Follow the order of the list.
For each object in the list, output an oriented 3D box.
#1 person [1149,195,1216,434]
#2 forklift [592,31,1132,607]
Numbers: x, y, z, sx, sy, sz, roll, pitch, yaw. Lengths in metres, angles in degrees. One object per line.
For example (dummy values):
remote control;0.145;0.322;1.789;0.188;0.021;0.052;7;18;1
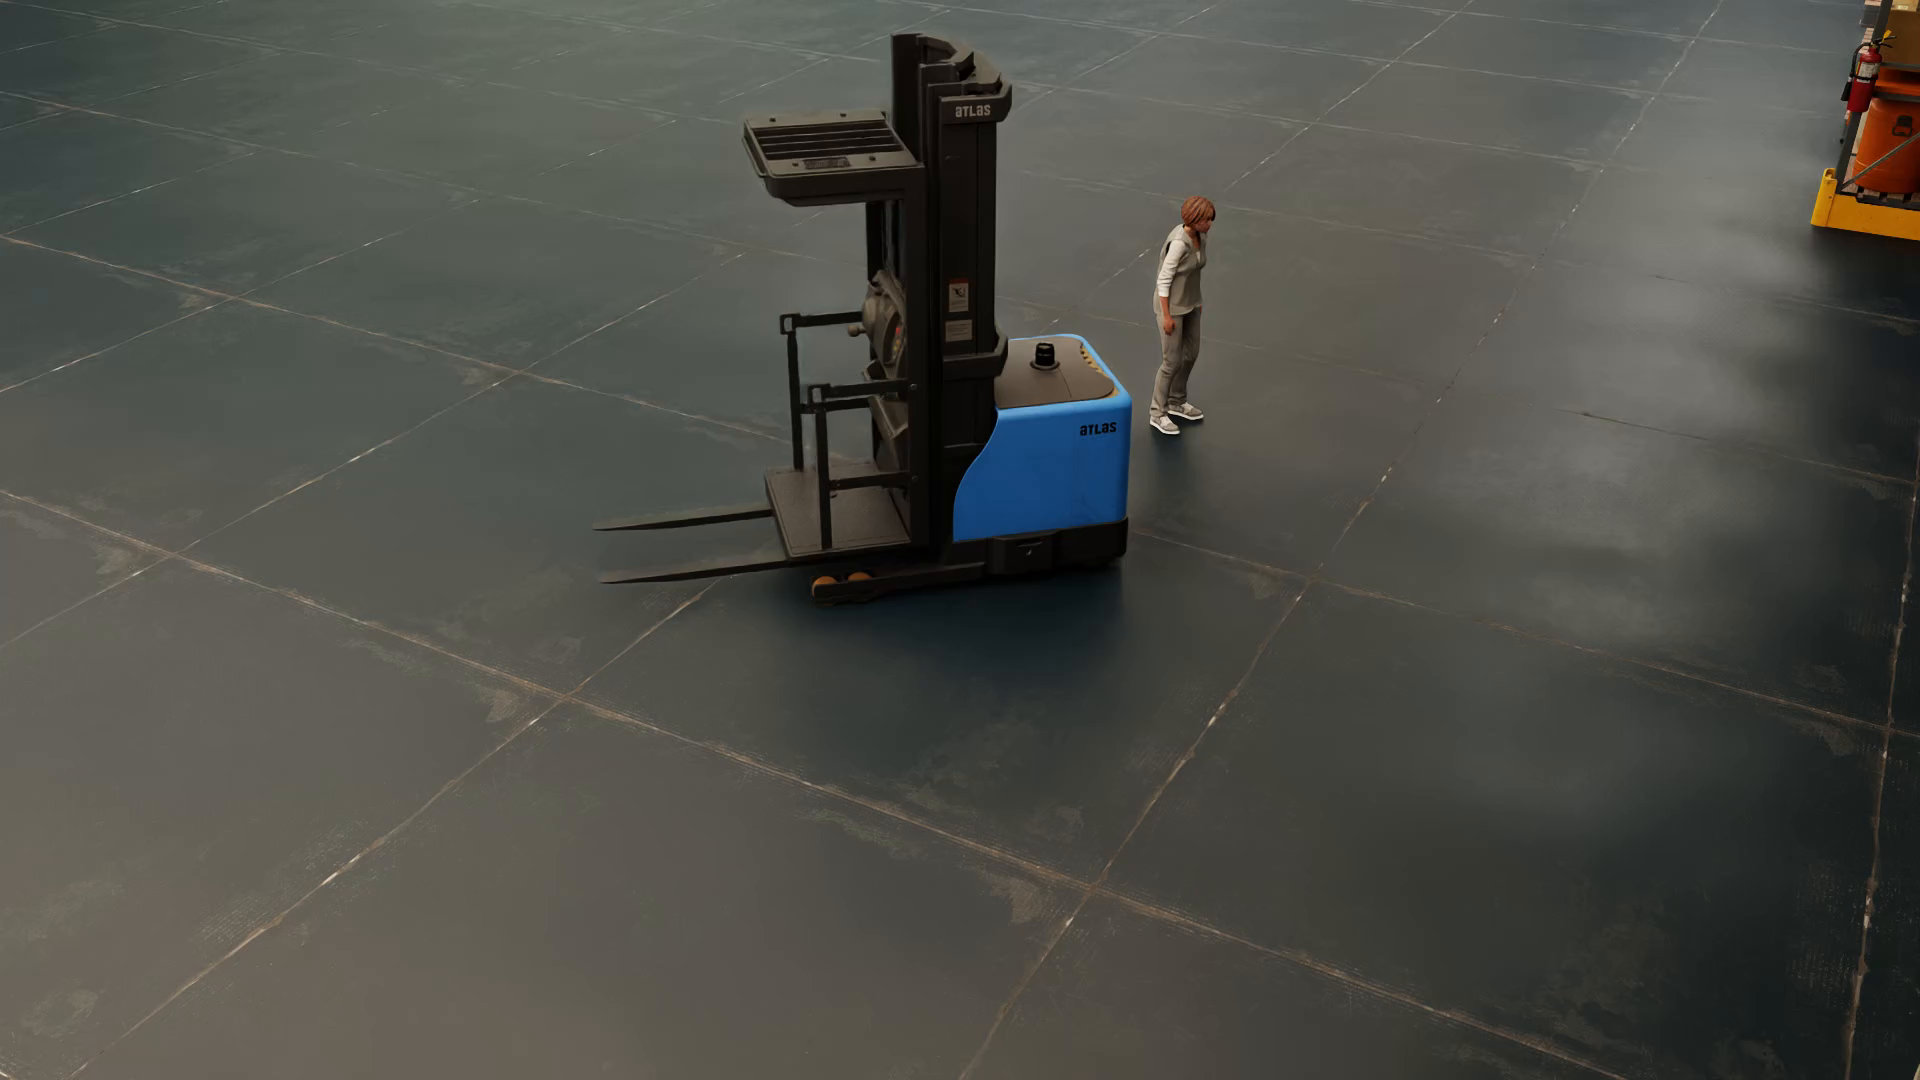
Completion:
person;1.467;-1.518;11.042;0.348;1.592;0.472;21;36;32
forklift;-0.600;-1.186;9.126;3.031;2.935;1.130;-7;31;-12
